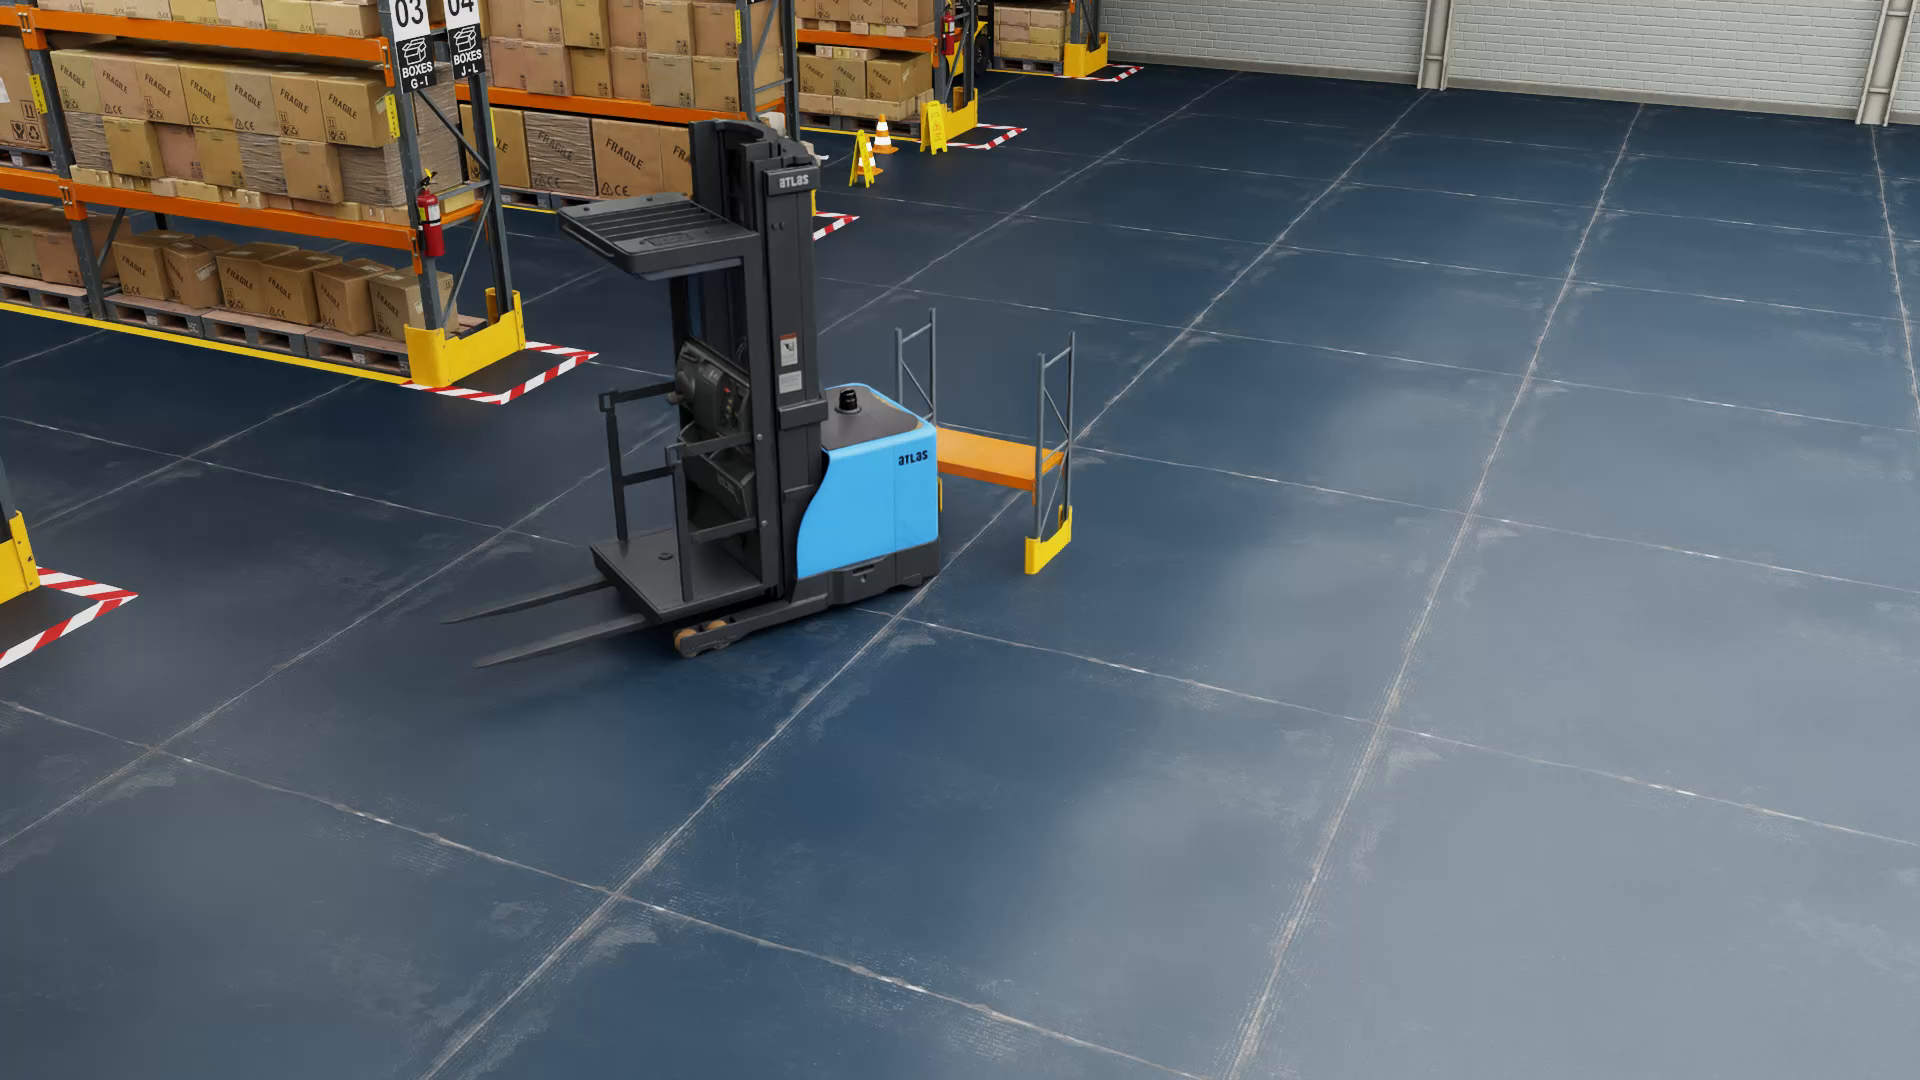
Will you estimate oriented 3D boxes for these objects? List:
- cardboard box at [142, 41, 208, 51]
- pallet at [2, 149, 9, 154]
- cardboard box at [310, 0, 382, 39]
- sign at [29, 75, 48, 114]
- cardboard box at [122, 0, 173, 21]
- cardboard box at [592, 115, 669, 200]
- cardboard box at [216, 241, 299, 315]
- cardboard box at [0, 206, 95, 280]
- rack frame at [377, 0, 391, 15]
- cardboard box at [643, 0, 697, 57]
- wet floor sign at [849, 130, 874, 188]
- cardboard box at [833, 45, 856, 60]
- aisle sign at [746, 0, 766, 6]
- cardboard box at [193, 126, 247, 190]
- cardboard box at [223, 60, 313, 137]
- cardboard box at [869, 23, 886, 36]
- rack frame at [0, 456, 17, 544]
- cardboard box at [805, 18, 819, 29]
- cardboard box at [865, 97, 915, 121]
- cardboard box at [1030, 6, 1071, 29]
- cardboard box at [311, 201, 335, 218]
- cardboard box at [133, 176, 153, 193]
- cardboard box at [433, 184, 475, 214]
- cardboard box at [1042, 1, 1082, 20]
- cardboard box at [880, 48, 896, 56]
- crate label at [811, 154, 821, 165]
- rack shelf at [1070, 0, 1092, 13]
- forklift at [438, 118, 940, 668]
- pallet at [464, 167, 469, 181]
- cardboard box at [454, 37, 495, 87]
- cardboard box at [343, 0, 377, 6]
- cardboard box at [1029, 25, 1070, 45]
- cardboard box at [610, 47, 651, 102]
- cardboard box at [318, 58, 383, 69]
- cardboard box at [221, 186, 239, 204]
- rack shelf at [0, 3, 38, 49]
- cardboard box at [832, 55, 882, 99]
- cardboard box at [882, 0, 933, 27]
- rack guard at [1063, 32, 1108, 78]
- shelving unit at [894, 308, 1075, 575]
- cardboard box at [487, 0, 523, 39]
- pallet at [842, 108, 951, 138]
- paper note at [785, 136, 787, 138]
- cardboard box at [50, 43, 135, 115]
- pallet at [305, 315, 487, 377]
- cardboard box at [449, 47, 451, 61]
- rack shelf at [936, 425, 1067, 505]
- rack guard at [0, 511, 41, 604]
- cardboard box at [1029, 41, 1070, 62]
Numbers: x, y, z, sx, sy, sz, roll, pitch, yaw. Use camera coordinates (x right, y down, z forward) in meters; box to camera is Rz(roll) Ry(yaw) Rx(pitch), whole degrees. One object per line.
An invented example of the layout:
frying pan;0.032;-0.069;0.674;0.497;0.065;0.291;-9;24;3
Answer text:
cardboard box;-6.836;-4.155;14.781;0.500;0.500;0.500;11;28;22
pallet;-9.637;-3.890;16.043;1.213;0.211;1.003;11;28;22
cardboard box;-4.718;-4.124;13.073;0.500;0.250;0.500;12;29;23
sign;-8.042;-3.886;14.506;0.005;0.325;0.100;11;28;22
cardboard box;-6.580;-4.494;13.825;0.500;0.250;0.500;10;28;20
cardboard box;-3.475;-4.328;18.644;0.875;0.875;0.875;11;28;21
cardboard box;-6.345;-2.385;15.122;0.500;0.500;0.500;9;28;17
cardboard box;-8.792;-2.882;16.110;0.500;0.500;0.700;11;28;21
rack frame;-4.174;-5.551;12.406;0.127;3.000;1.000;11;28;22
cardboard box;-2.889;-5.534;17.771;0.550;0.550;0.875;11;28;22
wet floor sign;-1.183;-4.570;19.871;0.232;0.644;0.267;6;27;13
cardboard box;-1.498;-6.555;22.292;0.250;0.149;0.380;12;29;23
aisle sign;-2.088;-5.868;16.899;0.004;0.787;0.394;11;28;22
cardboard box;-6.056;-3.397;14.374;0.500;0.500;0.875;11;28;22
cardboard box;-5.689;-3.669;13.794;0.500;0.500;0.500;11;28;22
cardboard box;-1.002;-6.771;21.960;0.250;0.149;0.380;11;28;21
rack frame;-6.224;-0.868;9.686;0.127;3.000;1.000;11;28;22
cardboard box;-1.884;-7.001;22.428;0.250;0.149;0.380;11;28;22
cardboard box;-0.941;-5.843;22.428;0.500;0.250;0.500;11;28;22
cardboard box;1.431;-8.203;26.090;0.500;0.250;0.500;12;29;24
cardboard box;-5.216;-2.838;13.973;0.250;0.149;0.380;11;28;22
cardboard box;-7.051;-3.190;14.688;0.250;0.149;0.380;11;28;22
cardboard box;-4.335;-2.894;14.087;0.250;0.149;0.380;11;28;22
cardboard box;1.620;-8.408;26.506;0.500;0.250;0.500;11;28;21
cardboard box;-1.191;-6.492;22.898;0.500;0.500;0.500;10;28;20
crate label;-1.888;-4.730;20.772;0.298;0.136;0.250;-2;26;-5
rack shelf;0.159;-8.883;26.781;4.000;0.370;1.077;11;28;22
forklift;-1.644;-0.882;9.792;3.031;2.935;1.130;-16;30;-29
pallet;-6.404;-4.426;20.071;1.213;0.211;1.003;11;28;22
cardboard box;-5.329;-5.571;19.069;0.550;0.550;0.875;11;28;22
cardboard box;-4.556;-4.242;12.862;0.250;0.149;0.380;11;28;22
cardboard box;1.407;-7.983;26.209;0.500;0.250;0.500;11;28;21
cardboard box;-3.353;-5.197;18.309;0.550;0.550;0.875;11;28;22
cardboard box;-5.014;-3.790;14.041;0.500;0.500;0.500;11;28;22
cardboard box;-6.127;-3.021;14.345;0.250;0.149;0.380;11;28;22
rack shelf;-9.636;-4.979;15.456;4.000;0.370;1.077;11;28;22
cardboard box;-1.385;-6.271;22.449;0.500;0.500;0.500;12;29;24
cardboard box;-0.680;-7.011;21.713;0.500;0.500;0.500;11;28;21
rack guard;2.001;-7.715;26.423;0.348;0.500;1.175;11;28;22
shelving unit;0.148;-0.670;10.982;1.083;1.500;0.587;13;29;25
cardboard box;-4.800;-5.983;18.684;0.550;0.550;0.875;11;28;22
pallet;-0.866;-5.769;22.799;1.213;0.211;1.003;11;28;22
paper note;-2.281;-5.405;22.263;0.148;0.019;0.142;2;26;4
cardboard box;-7.511;-4.033;14.533;0.500;0.500;0.500;11;28;22
pallet;-4.968;-1.785;14.706;1.213;0.211;1.003;11;28;22
cardboard box;-6.037;-5.816;19.623;0.500;0.500;0.500;12;29;22
rack shelf;0.156;-0.507;11.058;1.000;0.185;0.538;13;29;25
rack guard;-6.313;0.259;10.228;0.348;0.500;1.175;11;28;22
cardboard box;1.421;-7.754;26.311;0.500;0.250;0.500;12;28;22
